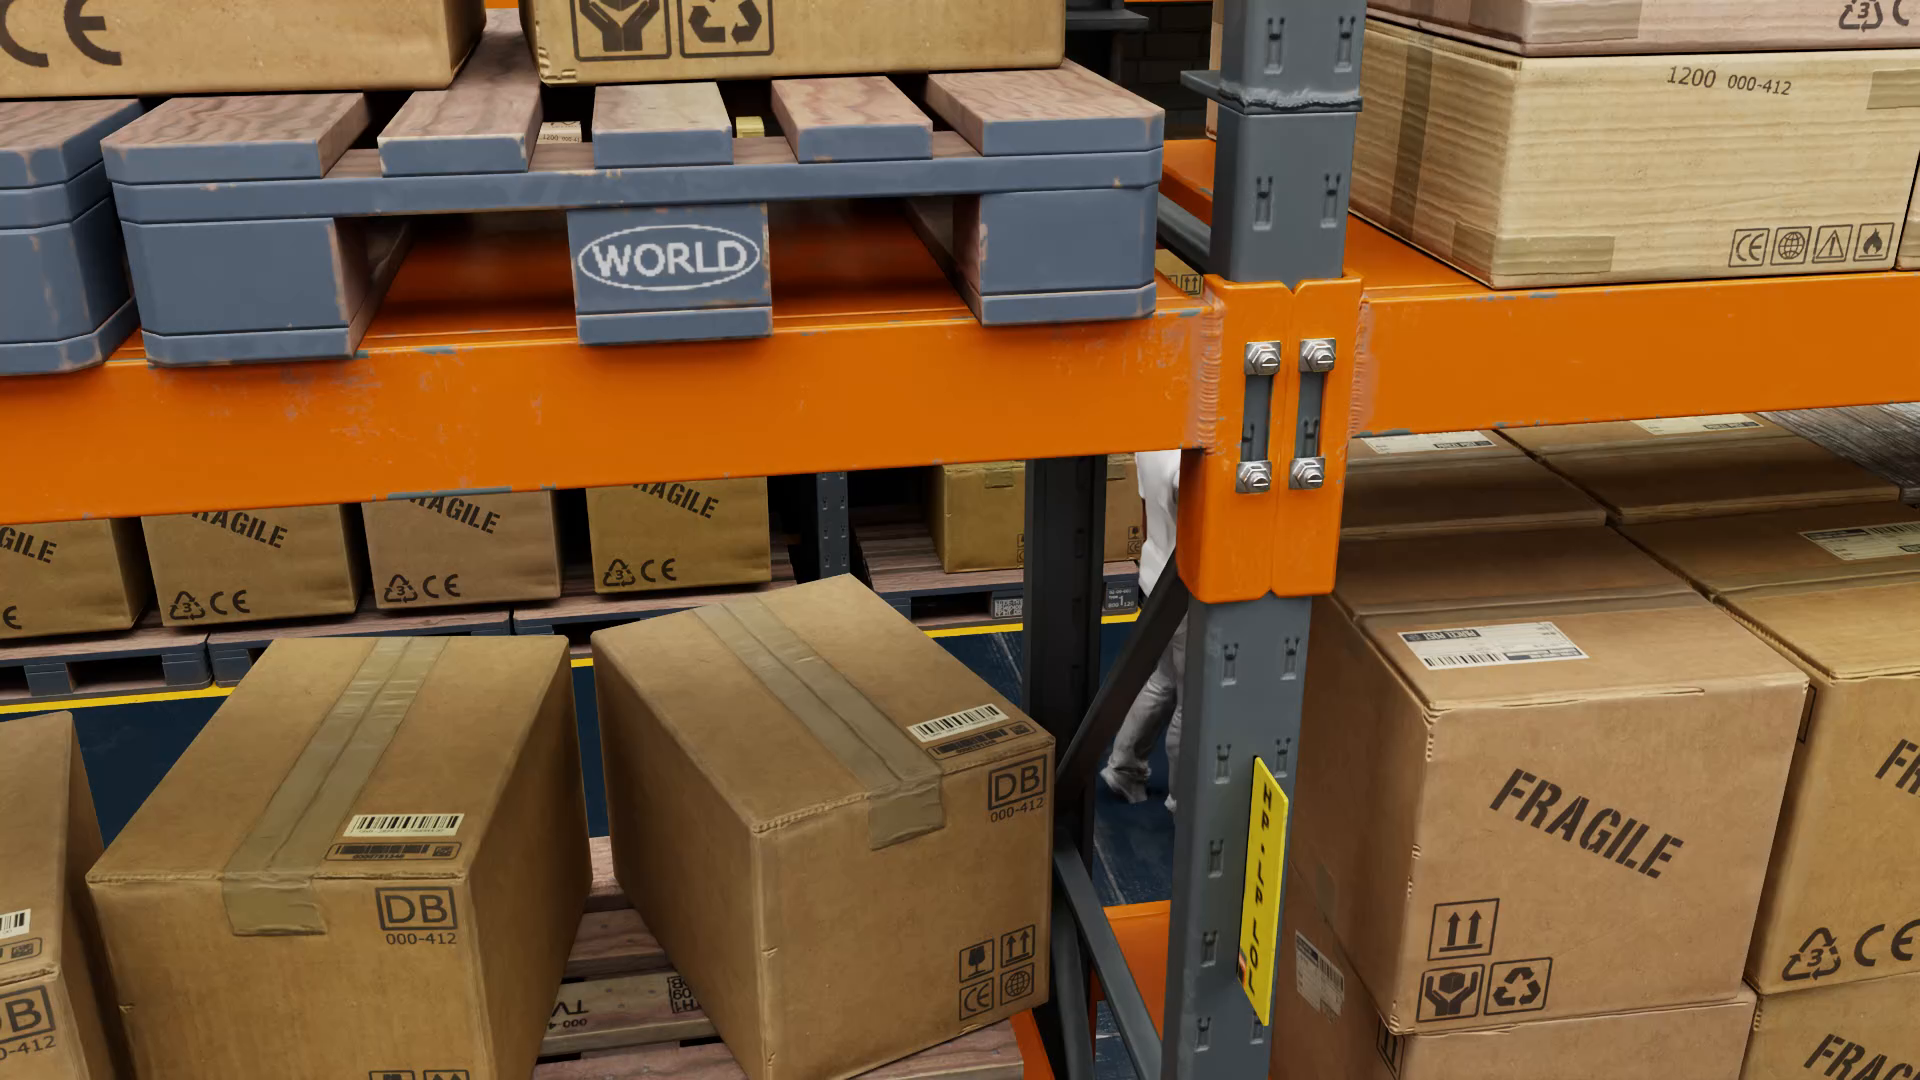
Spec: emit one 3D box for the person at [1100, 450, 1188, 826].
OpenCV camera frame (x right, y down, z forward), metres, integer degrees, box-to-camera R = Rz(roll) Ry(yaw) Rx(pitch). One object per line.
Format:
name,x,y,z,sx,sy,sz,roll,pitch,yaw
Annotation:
person,0.798,0.217,5.642,0.516,1.834,0.585,-4,24,-10
